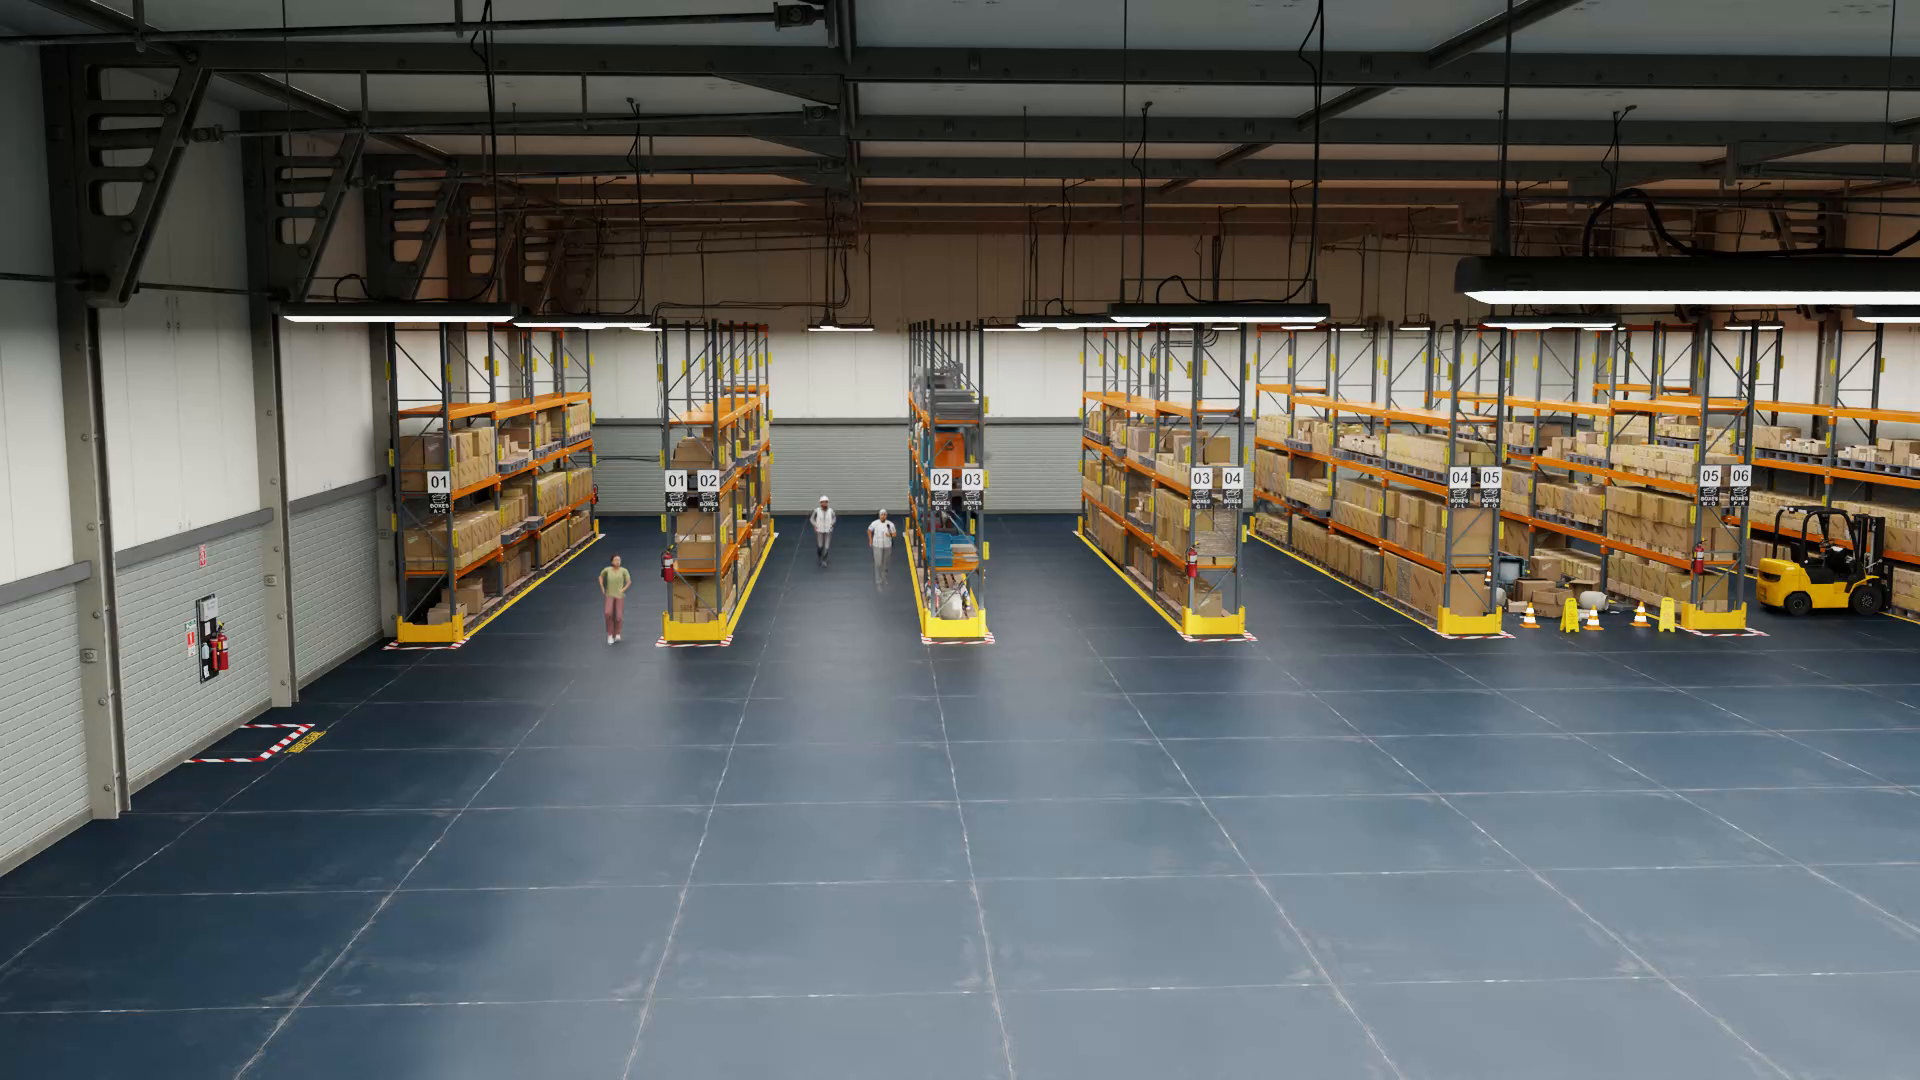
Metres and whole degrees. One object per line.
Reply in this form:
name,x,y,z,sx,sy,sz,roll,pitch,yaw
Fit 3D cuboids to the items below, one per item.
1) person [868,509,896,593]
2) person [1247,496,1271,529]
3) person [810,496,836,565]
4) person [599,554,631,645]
person,-1.660,0.218,35.695,0.579,1.755,0.728,-1,7,-12
person,8.905,-1.227,48.995,0.932,1.779,0.698,-3,8,-23
person,-3.356,-0.216,41.056,0.635,1.729,0.615,-1,7,-12
person,-6.419,1.086,30.975,0.589,1.674,0.668,-1,7,-10
